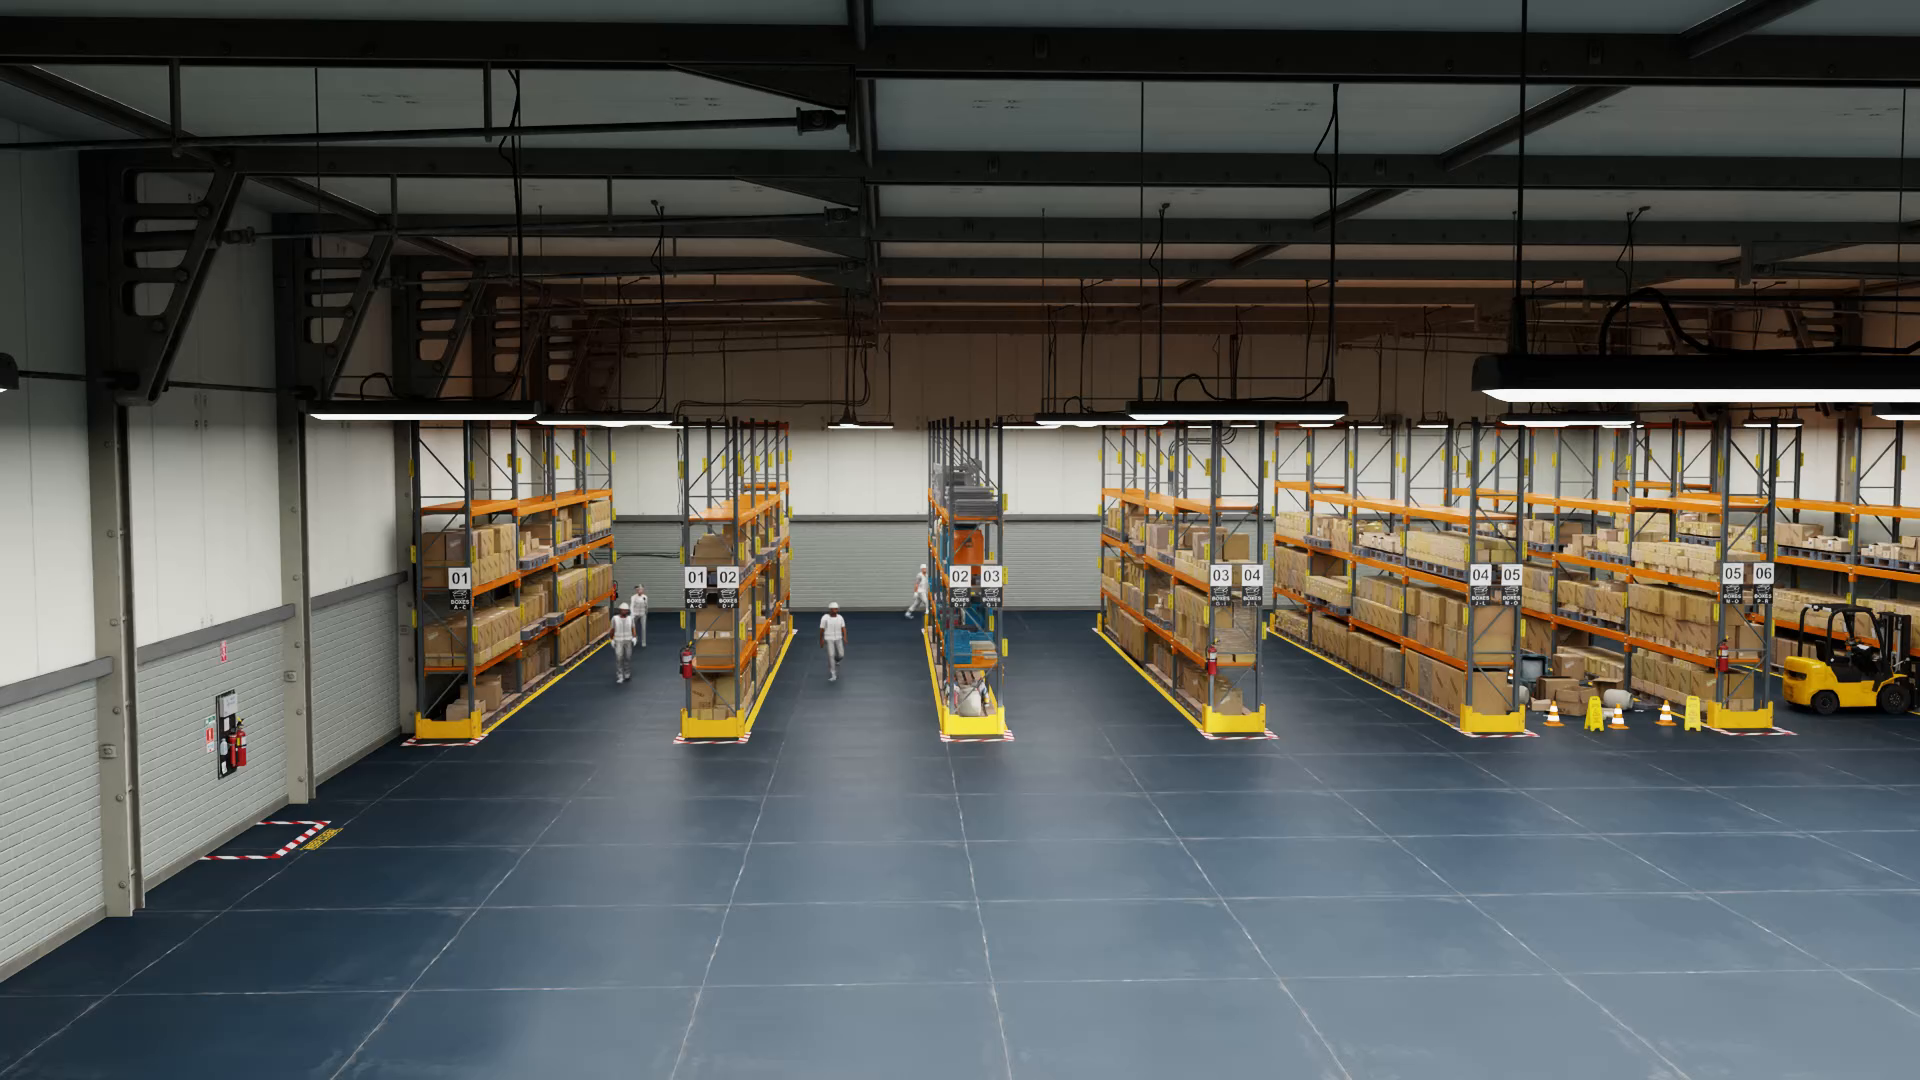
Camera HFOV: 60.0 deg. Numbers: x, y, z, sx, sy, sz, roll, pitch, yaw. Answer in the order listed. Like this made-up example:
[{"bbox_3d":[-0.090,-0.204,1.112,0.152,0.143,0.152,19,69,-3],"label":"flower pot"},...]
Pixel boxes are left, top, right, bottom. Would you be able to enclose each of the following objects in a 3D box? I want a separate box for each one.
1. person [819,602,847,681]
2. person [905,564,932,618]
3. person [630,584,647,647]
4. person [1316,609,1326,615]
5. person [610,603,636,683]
[{"bbox_3d":[-2.883,2.344,38.548,0.600,1.747,0.770,-2,4,-25],"label":"person"},{"bbox_3d":[-1.146,1.587,50.267,1.143,1.731,0.505,1,4,15],"label":"person"},{"bbox_3d":[-8.566,1.992,44.314,0.469,1.635,1.002,-1,4,-15],"label":"person"},{"bbox_3d":[10.930,1.614,50.355,0.769,1.620,0.454,-3,5,-35],"label":"person"},{"bbox_3d":[-7.704,2.359,38.211,0.572,1.788,0.712,-2,4,-24],"label":"person"}]
